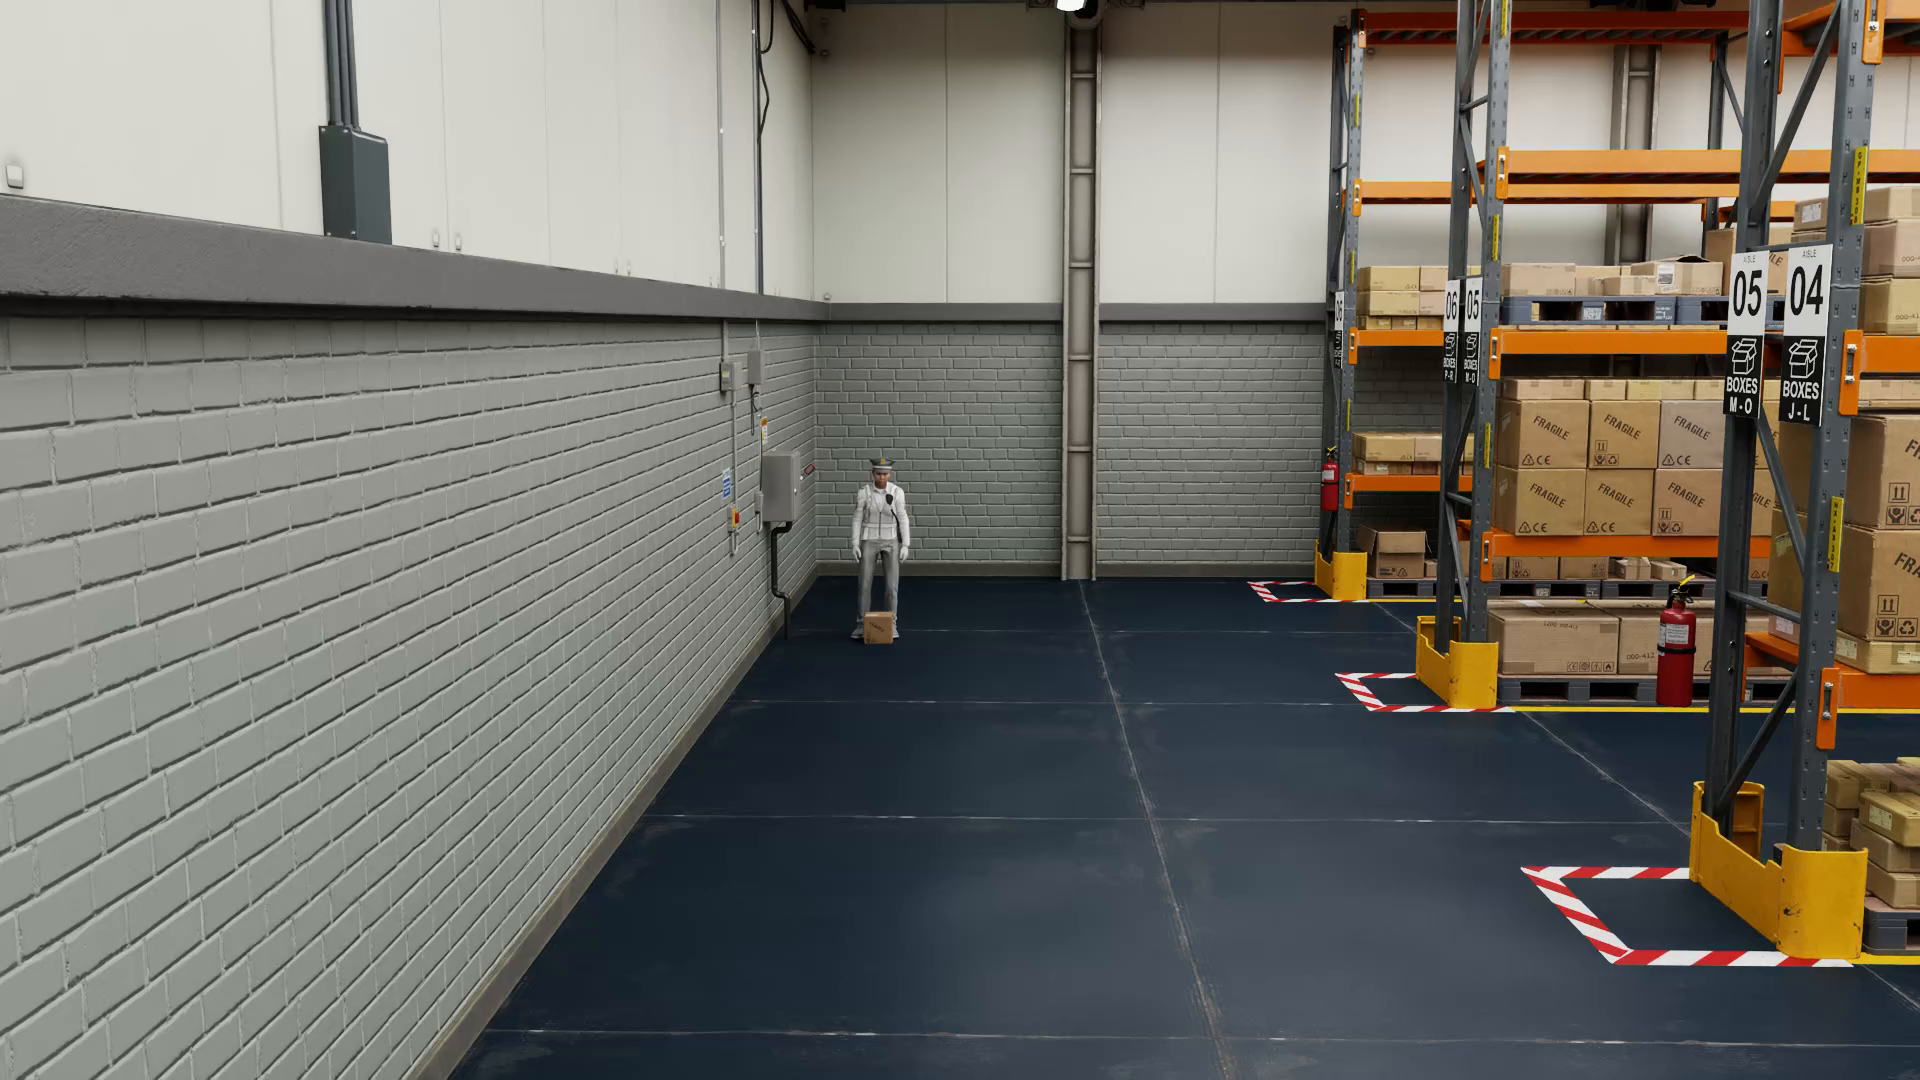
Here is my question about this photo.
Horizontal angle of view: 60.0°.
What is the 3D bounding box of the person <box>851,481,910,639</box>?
[{"bbox_3d":[-0.733,0.164,15.275,0.547,1.463,0.353,0,7,-2],"label":"person"}]
